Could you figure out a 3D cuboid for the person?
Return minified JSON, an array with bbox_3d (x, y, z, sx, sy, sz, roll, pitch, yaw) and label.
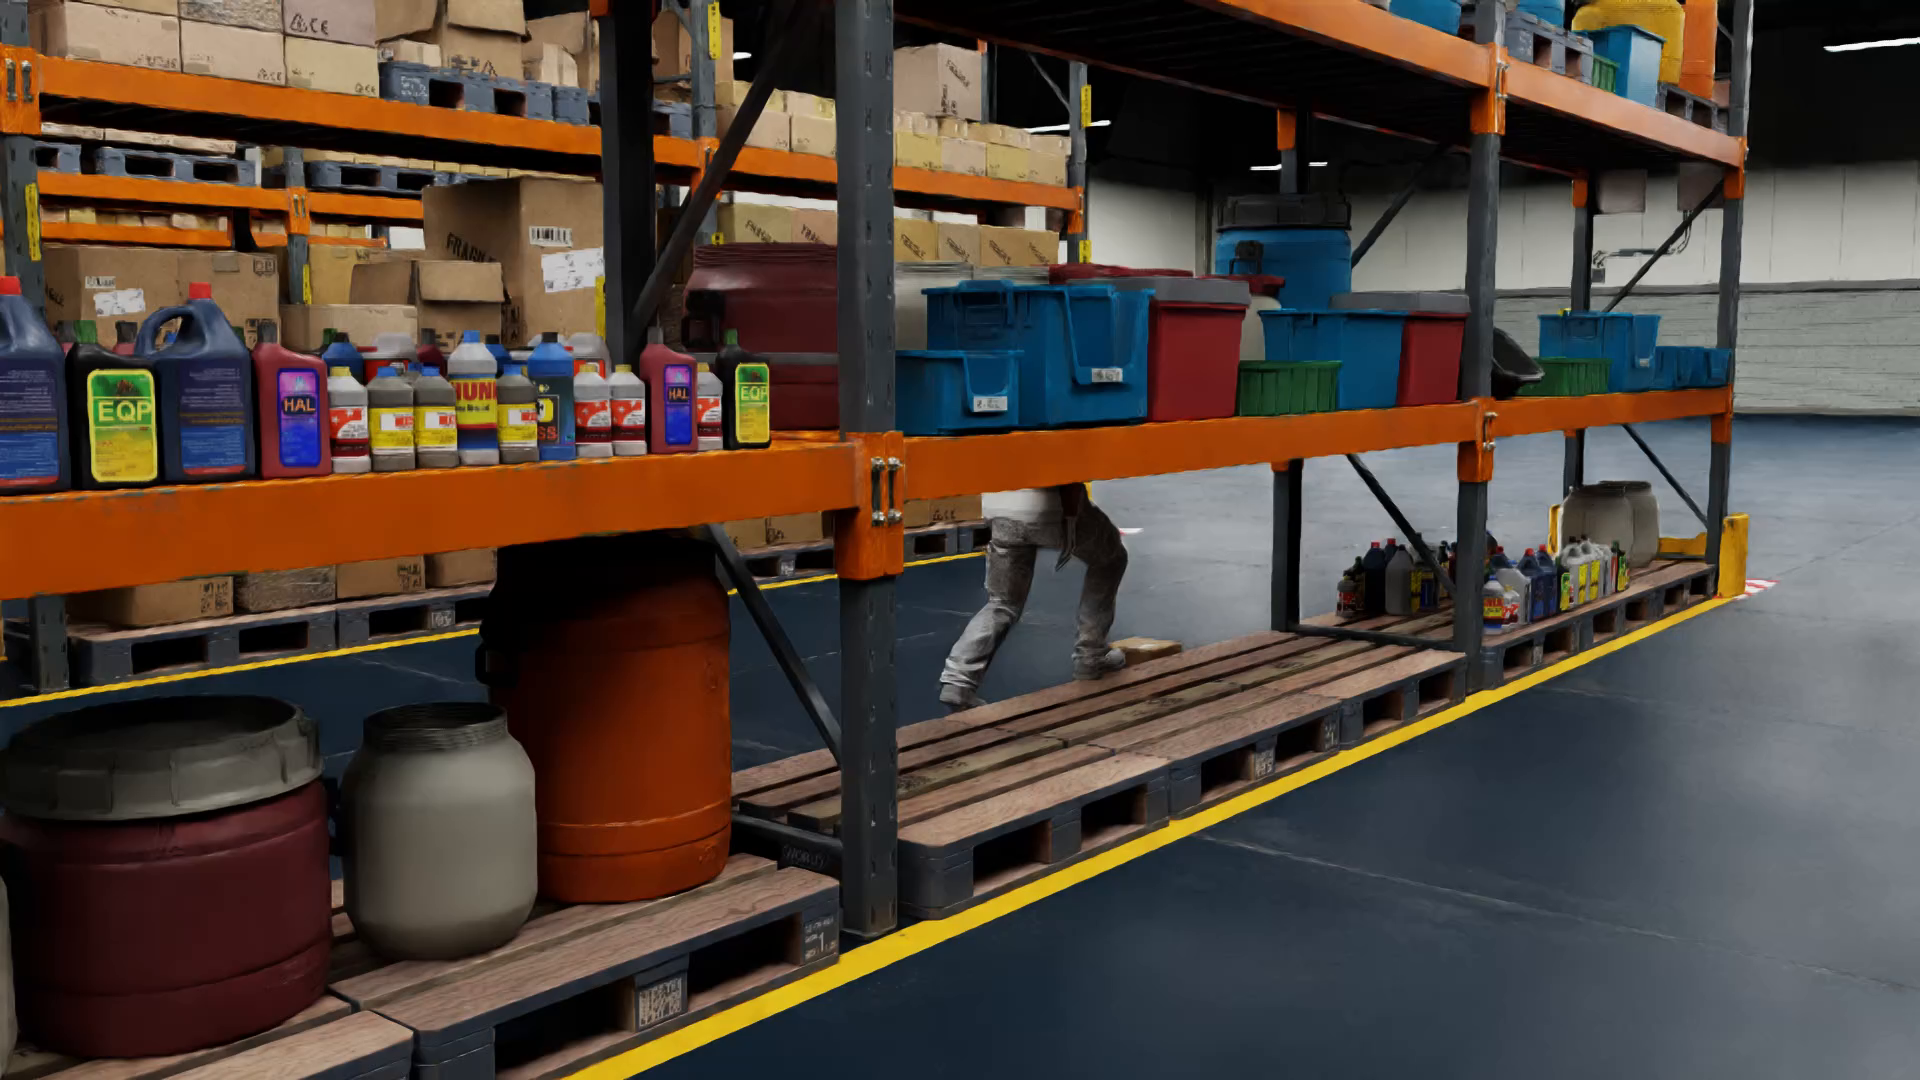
[{"bbox_3d":[0.311,-0.152,6.549,0.557,1.679,0.880,5,8,36],"label":"person"}]
